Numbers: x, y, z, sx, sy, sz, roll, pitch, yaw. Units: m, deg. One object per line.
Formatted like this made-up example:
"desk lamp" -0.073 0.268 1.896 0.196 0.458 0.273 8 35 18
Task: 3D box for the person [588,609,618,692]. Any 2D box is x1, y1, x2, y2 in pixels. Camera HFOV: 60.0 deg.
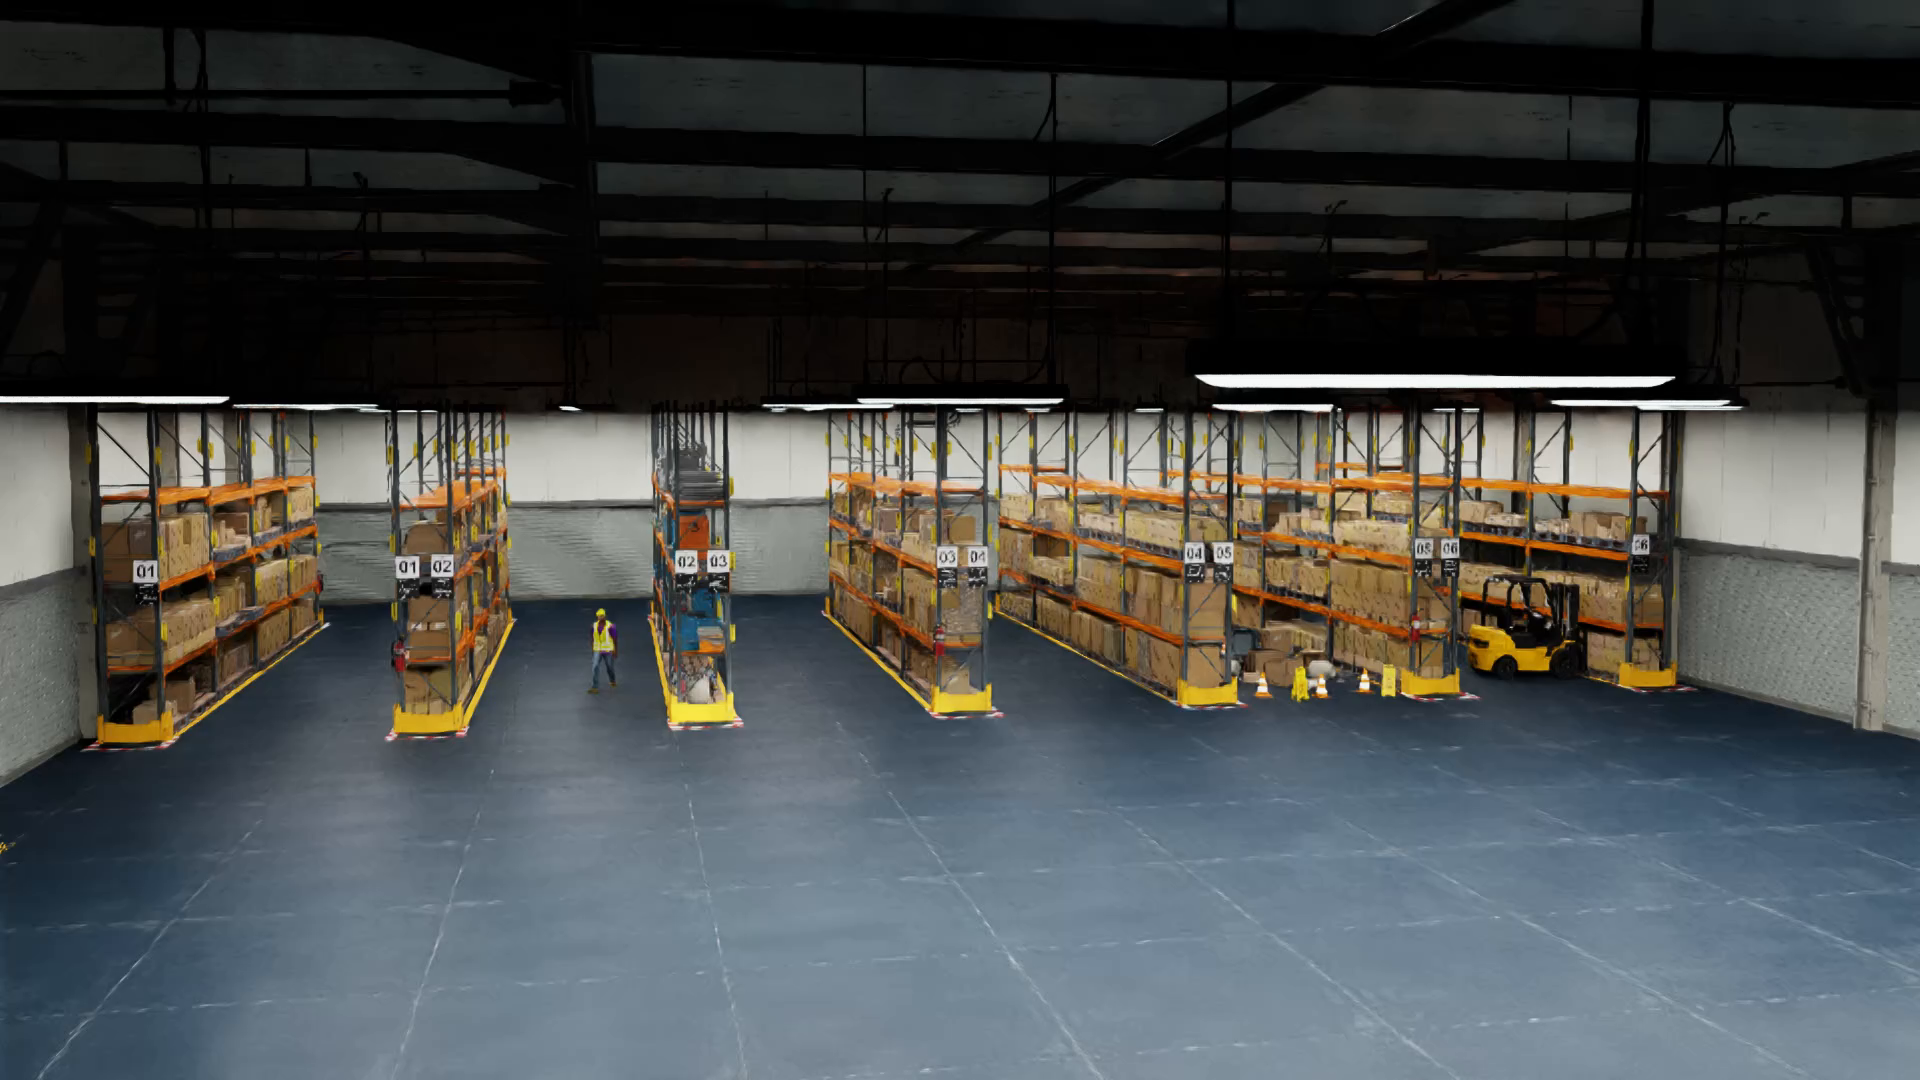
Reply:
"person" -7.366 2.271 34.416 0.603 1.728 0.939 0 4 4

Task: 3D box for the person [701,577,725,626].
"person" -6.716 1.484 44.764 0.737 1.714 0.889 -2 5 -30

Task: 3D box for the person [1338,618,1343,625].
"person" 9.873 1.569 43.127 0.567 1.783 0.662 1 5 18
